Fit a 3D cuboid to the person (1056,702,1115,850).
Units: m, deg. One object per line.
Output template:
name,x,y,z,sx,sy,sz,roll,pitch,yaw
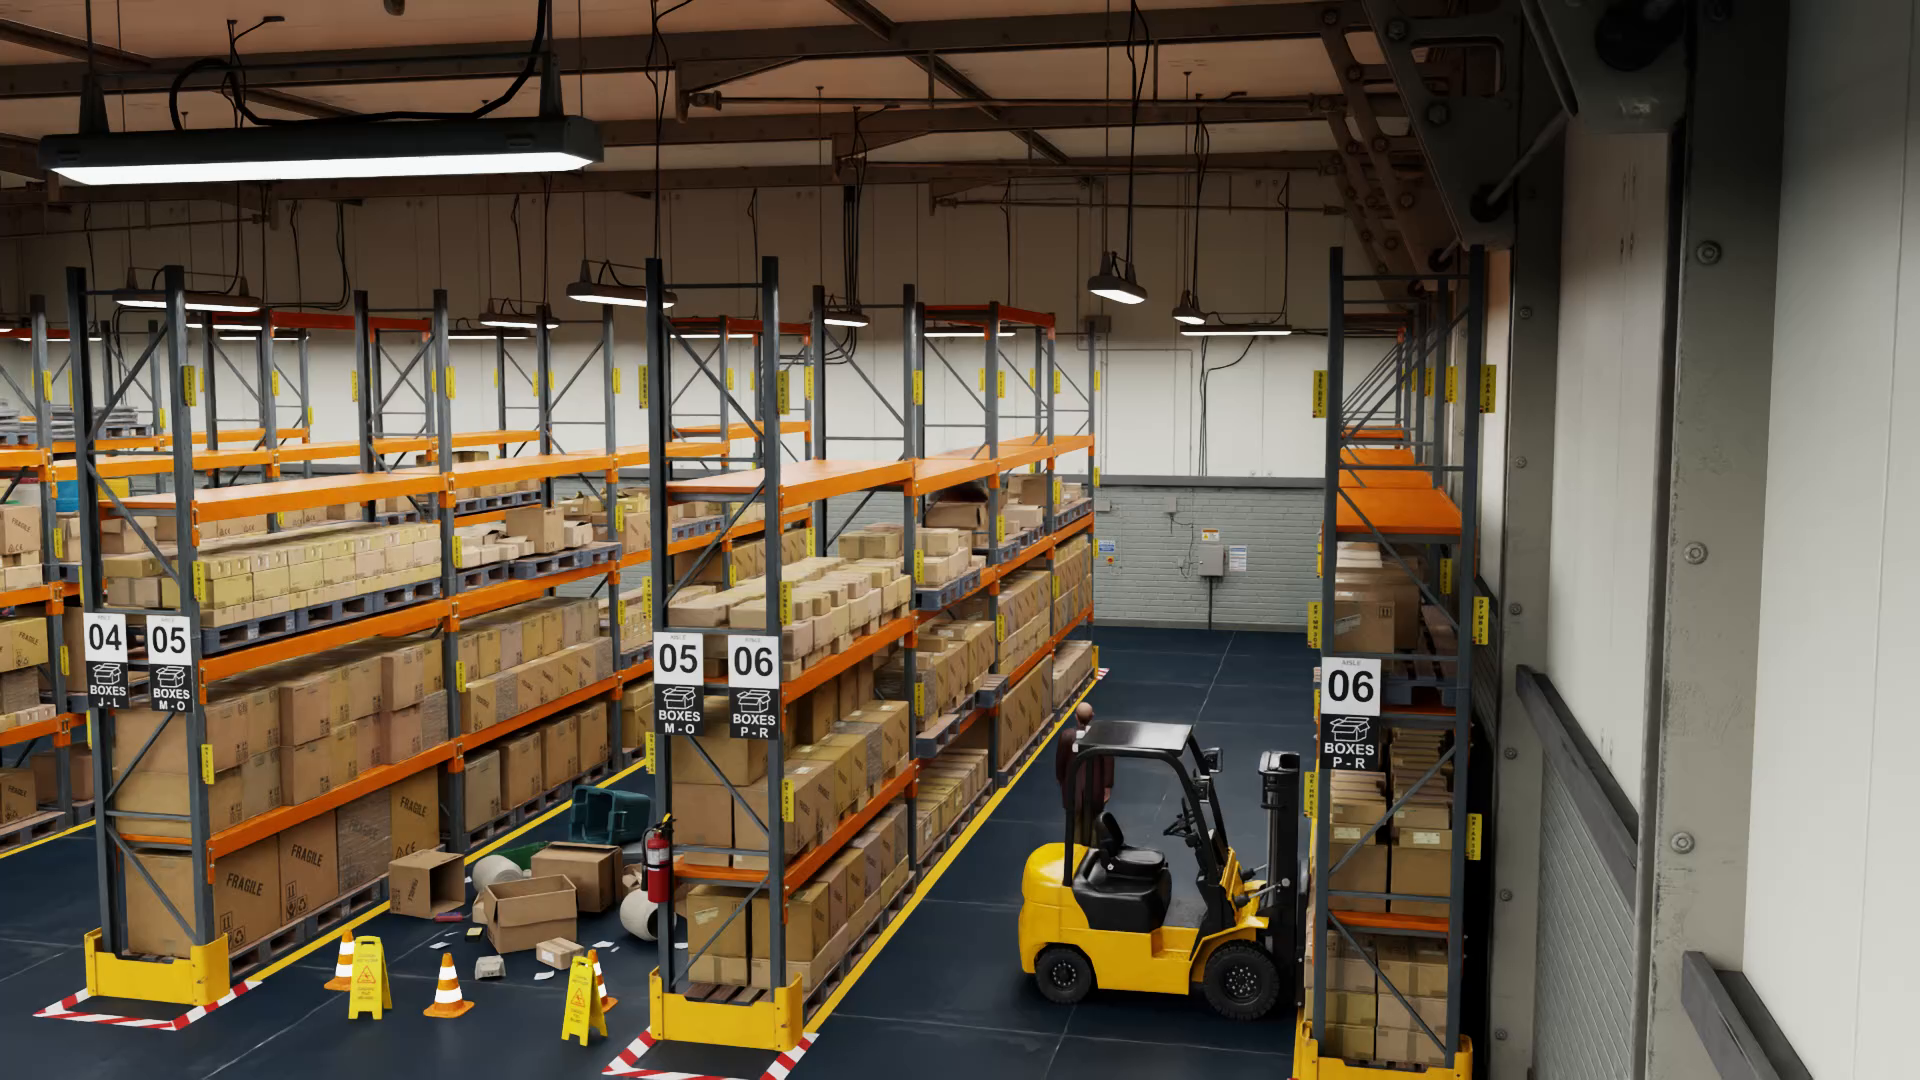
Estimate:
person,1.285,2.556,17.110,0.606,1.817,0.583,1,6,6
